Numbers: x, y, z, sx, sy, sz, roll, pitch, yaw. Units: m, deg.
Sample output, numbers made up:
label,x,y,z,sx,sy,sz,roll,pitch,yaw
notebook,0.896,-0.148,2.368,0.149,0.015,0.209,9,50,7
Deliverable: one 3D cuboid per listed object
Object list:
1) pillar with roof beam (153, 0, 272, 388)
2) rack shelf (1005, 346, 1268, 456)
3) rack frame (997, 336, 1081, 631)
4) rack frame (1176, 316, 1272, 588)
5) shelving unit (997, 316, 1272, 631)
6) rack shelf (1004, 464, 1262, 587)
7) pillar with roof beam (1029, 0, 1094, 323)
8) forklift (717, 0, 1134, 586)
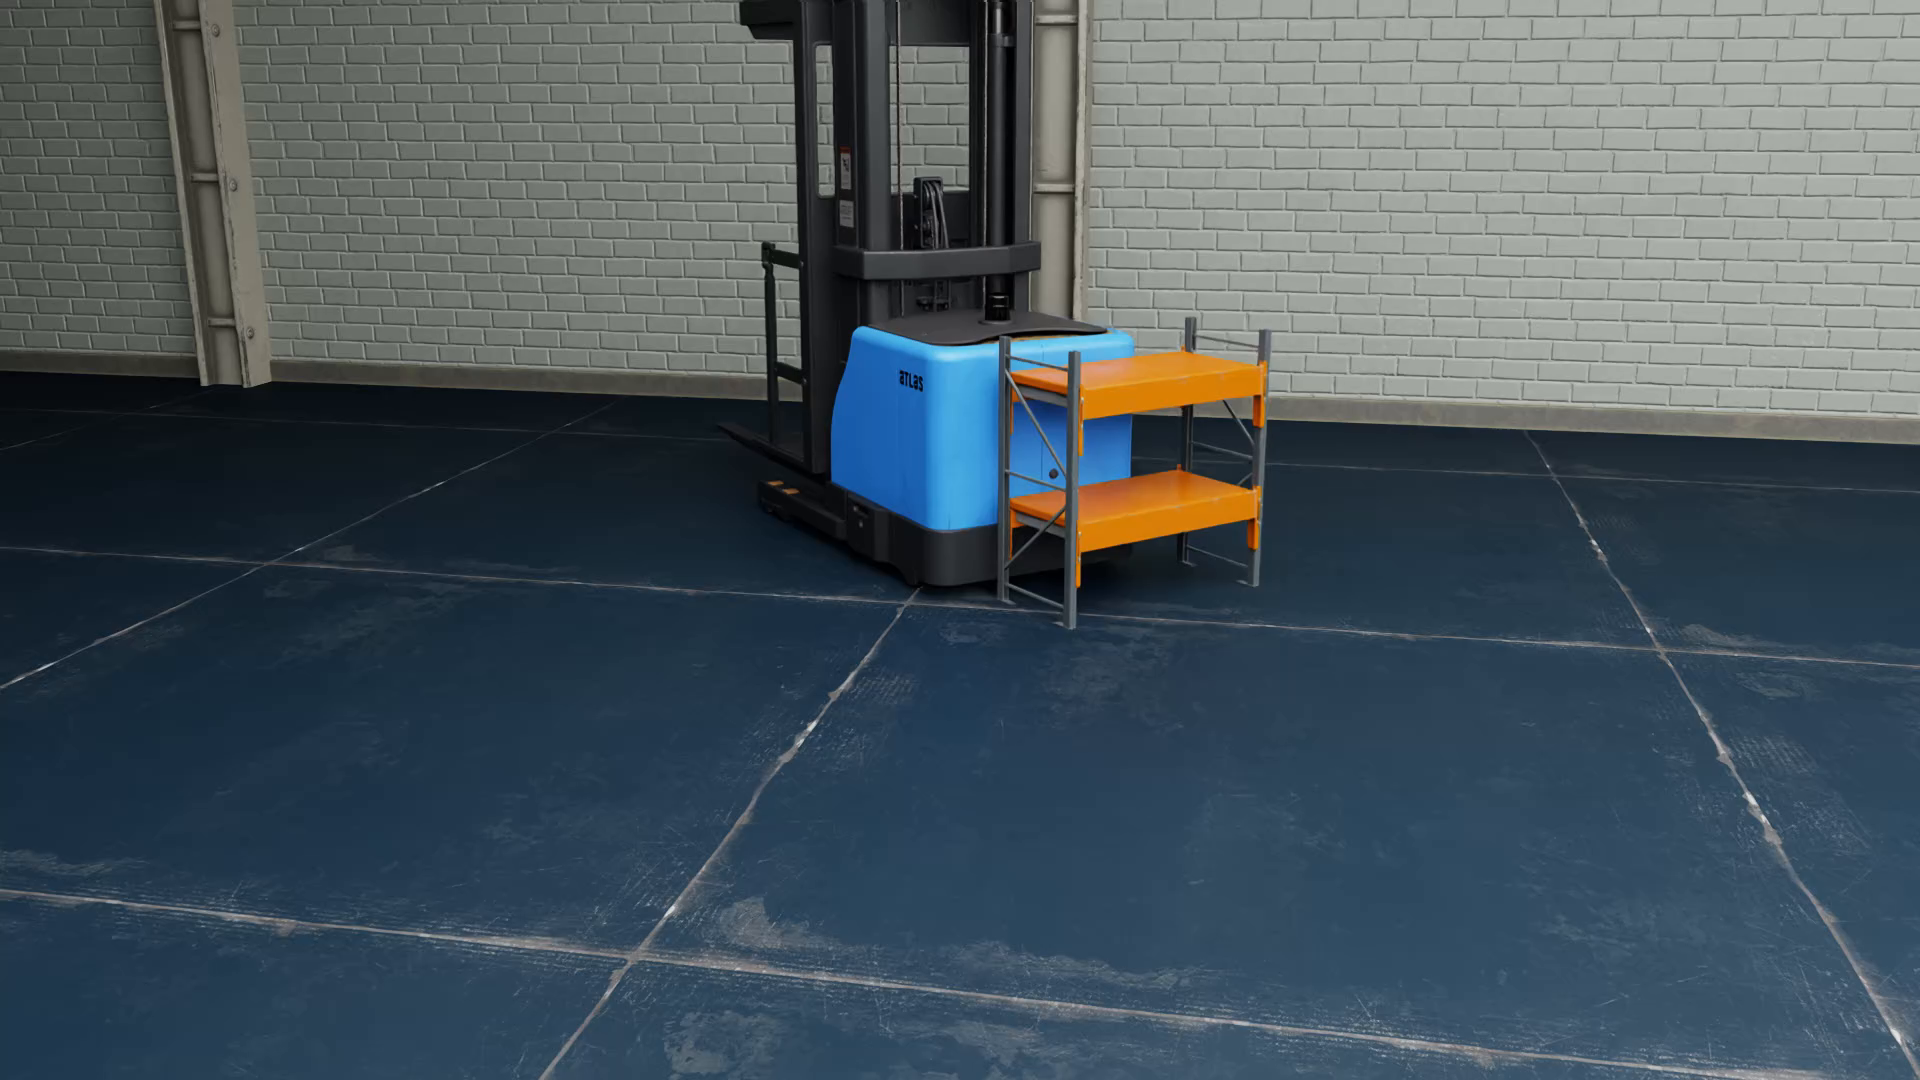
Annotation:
label,x,y,z,sx,sy,sz,roll,pitch,yaw
pillar with roof beam,-6.126,-4.356,6.860,0.400,9.000,9.100,3,16,11
rack shelf,0.730,-0.594,6.932,1.000,0.278,0.538,-10,19,-33
rack frame,0.312,-0.235,6.732,0.032,1.125,0.500,-10,19,-33
rack frame,1.148,-0.389,7.289,0.032,1.125,0.500,-10,19,-33
shelving unit,0.730,-0.312,7.010,1.048,1.125,0.538,-10,19,-33
rack shelf,0.730,-0.076,7.076,1.000,0.278,0.538,-10,19,-33
pillar with roof beam,-0.247,-4.037,5.708,0.400,9.000,9.100,3,16,11
forklift,-0.378,-1.559,8.130,1.130,2.935,3.031,-8,18,-28
